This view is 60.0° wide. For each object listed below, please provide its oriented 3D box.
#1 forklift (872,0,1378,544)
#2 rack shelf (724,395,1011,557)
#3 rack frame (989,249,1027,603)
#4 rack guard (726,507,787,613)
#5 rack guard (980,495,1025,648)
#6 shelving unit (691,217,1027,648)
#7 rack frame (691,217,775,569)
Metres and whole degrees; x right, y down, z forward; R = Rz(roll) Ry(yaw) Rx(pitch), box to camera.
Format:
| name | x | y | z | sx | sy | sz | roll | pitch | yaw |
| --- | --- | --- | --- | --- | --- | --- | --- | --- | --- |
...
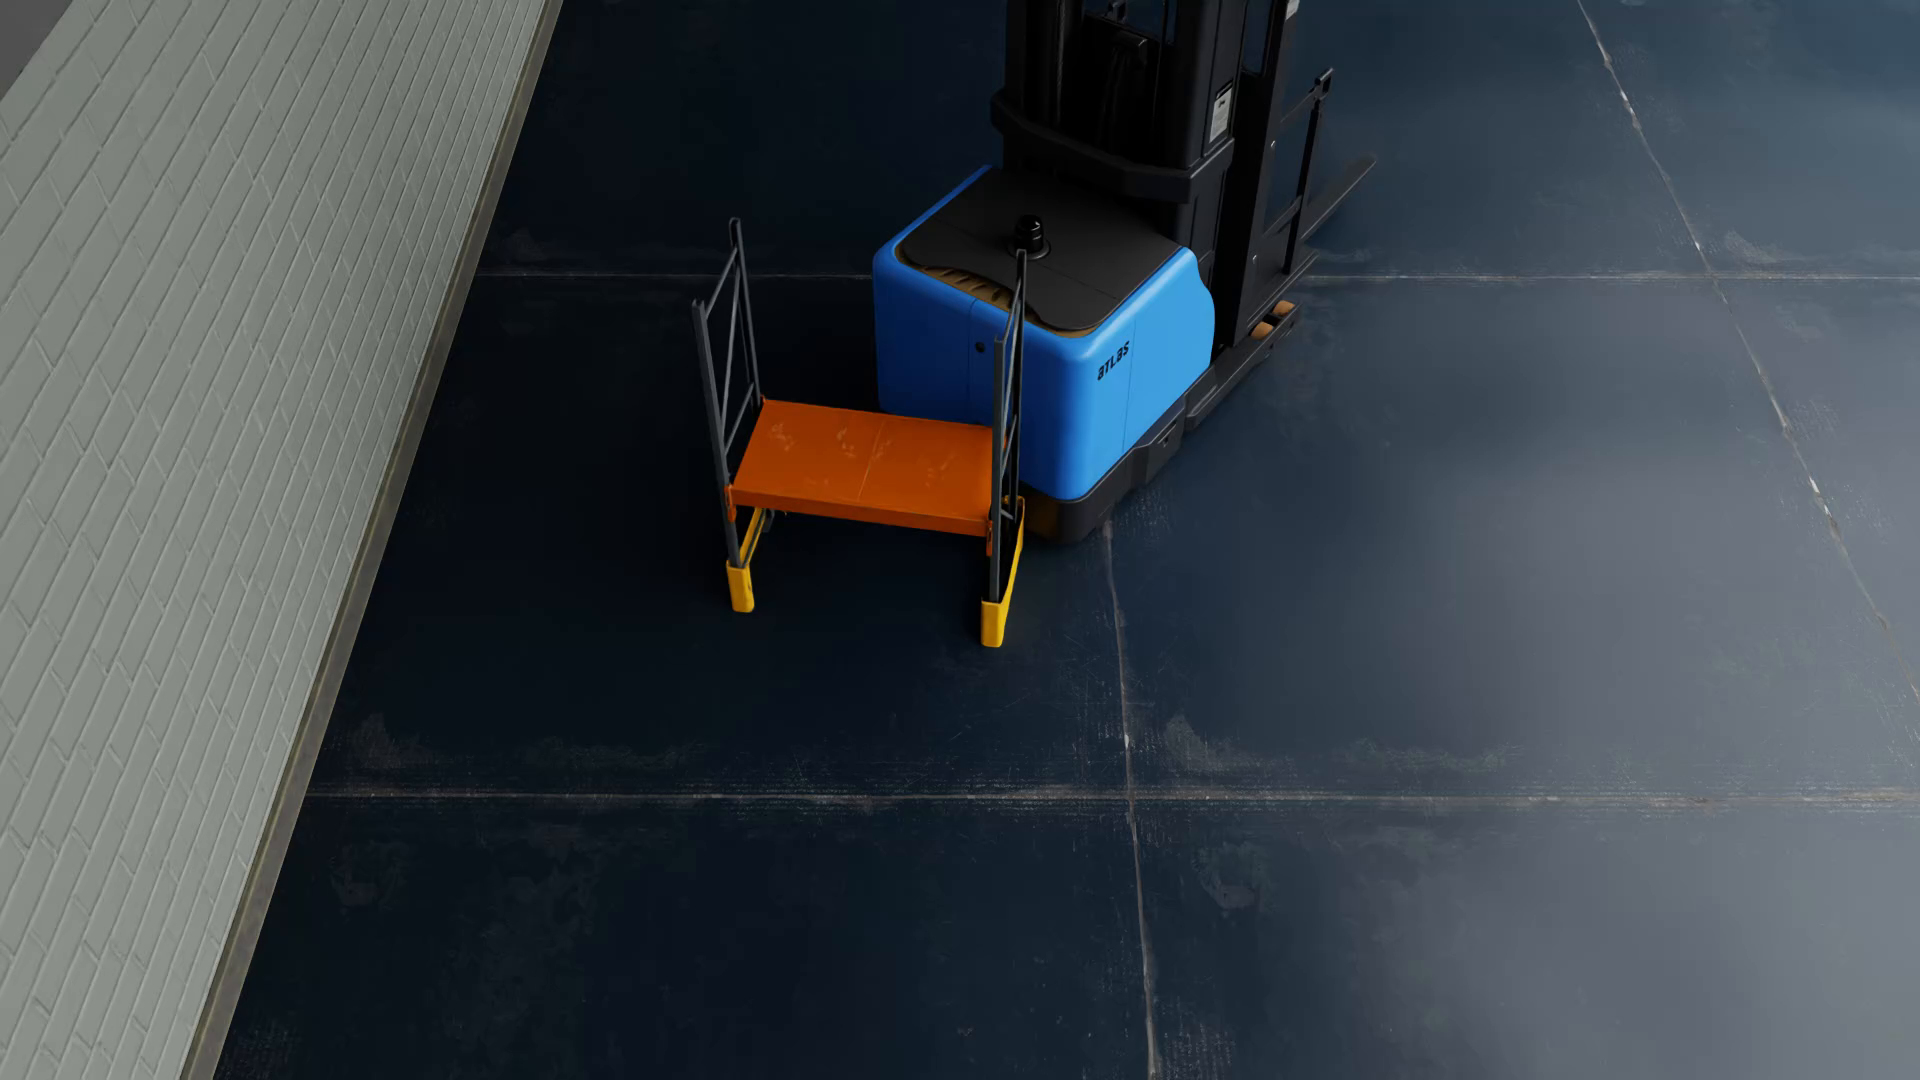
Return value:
| name | x | y | z | sx | sy | sz | roll | pitch | yaw |
| --- | --- | --- | --- | --- | --- | --- | --- | --- | --- |
| forklift | 0.923 | -2.020 | 6.709 | 1.130 | 2.935 | 3.031 | 28 | 53 | 24 |
| rack shelf | -0.331 | -0.251 | 6.286 | 1.000 | 0.185 | 0.538 | 7 | 48 | 7 |
| rack frame | 0.170 | -0.308 | 6.093 | 0.032 | 1.500 | 0.500 | 7 | 48 | 7 |
| rack guard | -0.812 | -0.011 | 6.670 | 0.087 | 0.250 | 0.587 | 7 | 48 | 7 |
| rack guard | 0.168 | 0.118 | 6.550 | 0.087 | 0.250 | 0.587 | 7 | 48 | 7 |
| shelving unit | -0.322 | -0.372 | 6.153 | 1.083 | 1.500 | 0.587 | 7 | 48 | 7 |
| rack frame | -0.831 | -0.439 | 6.215 | 0.032 | 1.500 | 0.500 | 7 | 48 | 7 |
